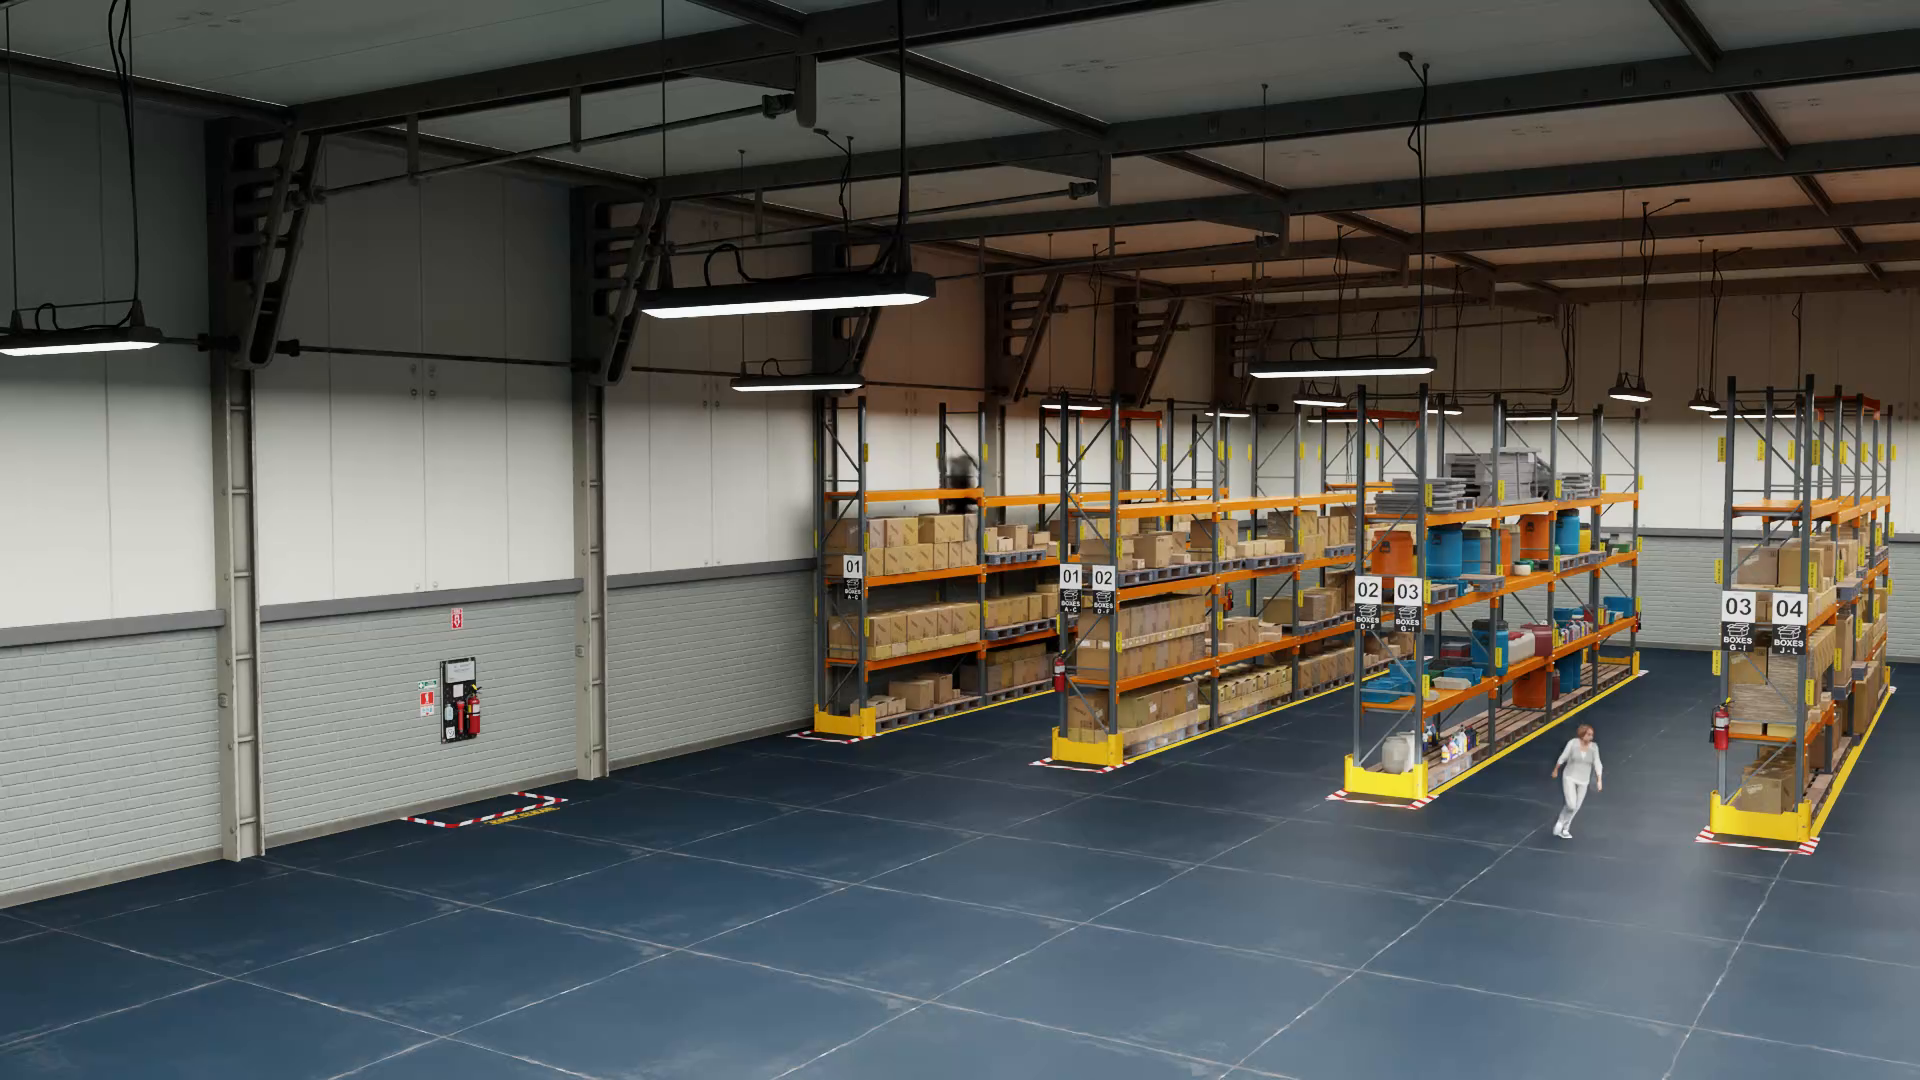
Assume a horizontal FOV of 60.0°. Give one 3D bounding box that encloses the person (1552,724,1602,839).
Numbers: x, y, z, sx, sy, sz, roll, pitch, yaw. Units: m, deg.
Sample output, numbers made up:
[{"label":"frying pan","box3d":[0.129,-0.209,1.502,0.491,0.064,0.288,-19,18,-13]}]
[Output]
[{"label":"person","box3d":[7.948,3.109,21.372,0.517,1.538,0.643,0,3,-1]}]
